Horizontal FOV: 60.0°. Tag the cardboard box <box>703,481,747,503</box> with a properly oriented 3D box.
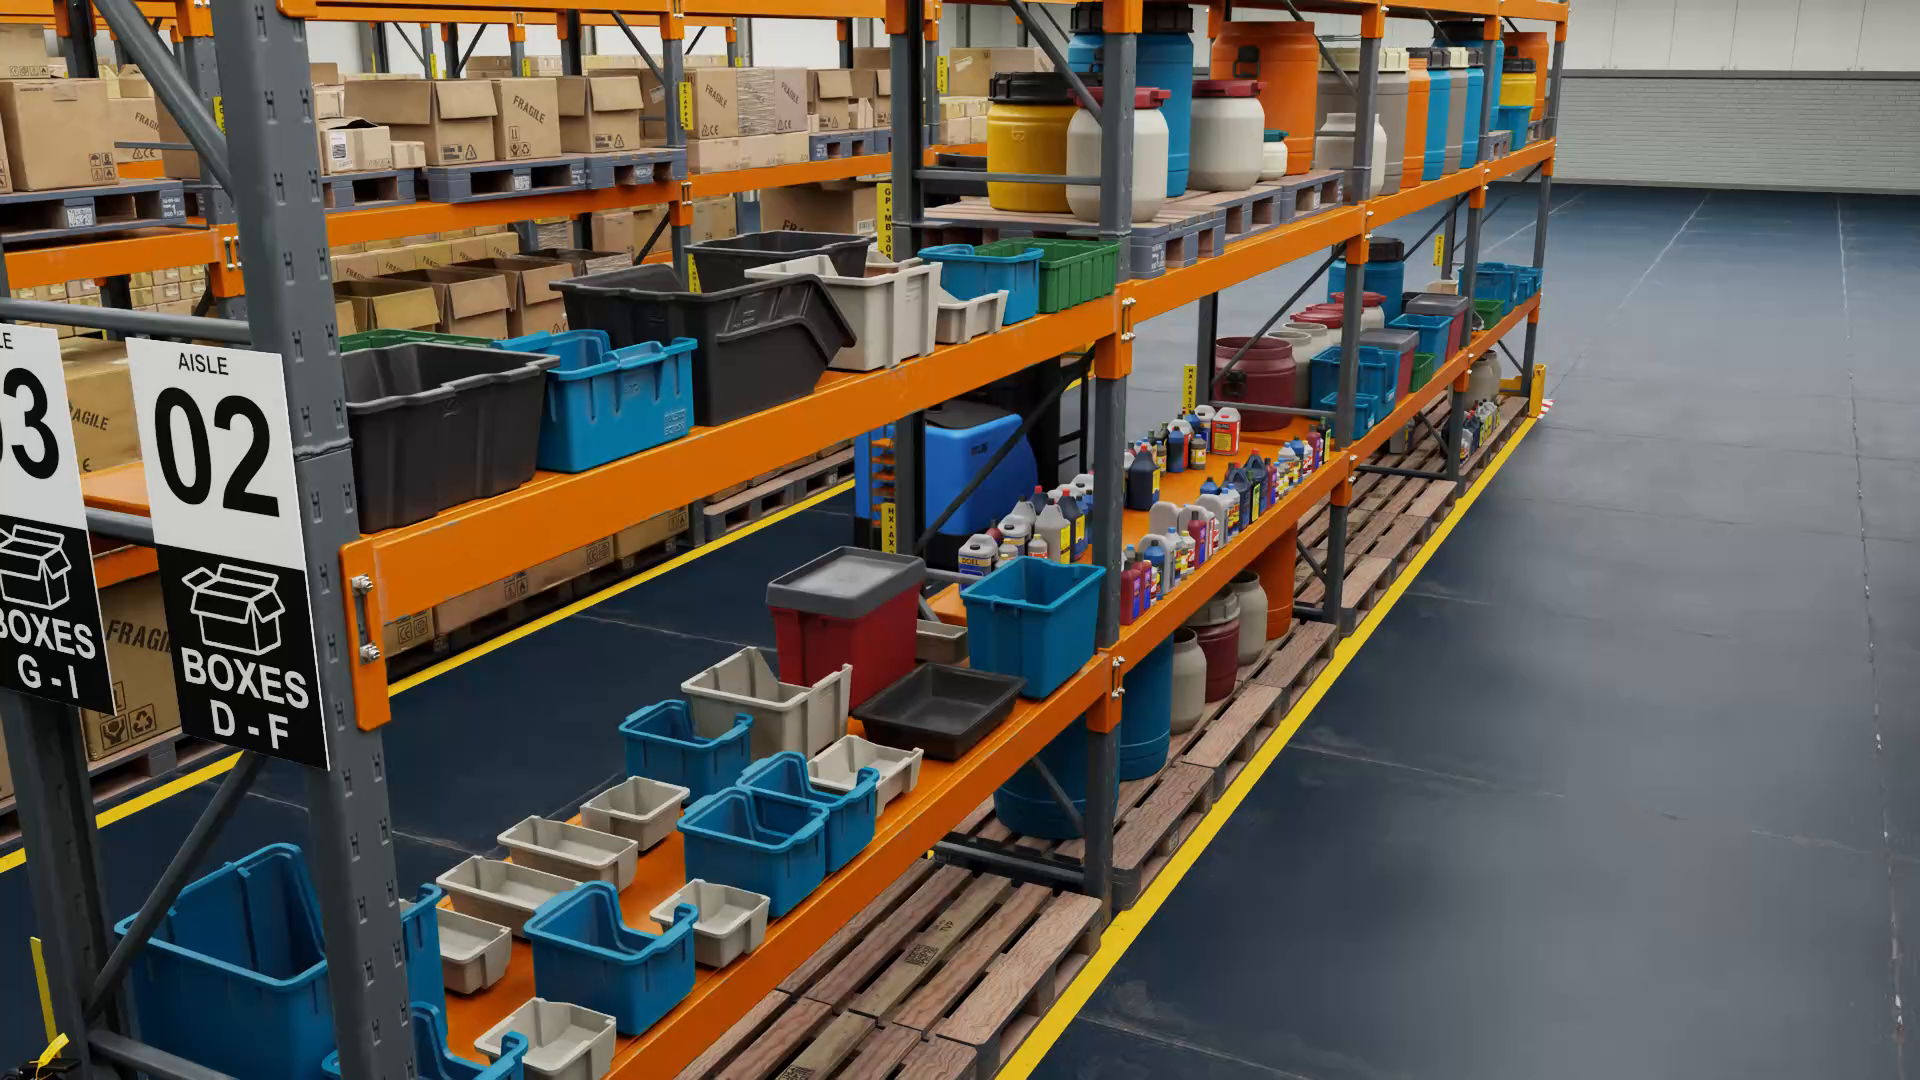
[{"bbox_3d":[-2.168,-0.634,13.509,0.700,0.500,0.500,7,18,22],"label":"cardboard box"}]

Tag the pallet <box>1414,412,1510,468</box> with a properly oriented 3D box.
[{"bbox_3d":[4.650,-0.978,15.946,1.003,0.211,1.213,8,18,25],"label":"pallet"}]

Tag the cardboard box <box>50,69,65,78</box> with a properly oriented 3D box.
[{"bbox_3d":[-7.499,-3.759,13.622,0.396,0.266,0.258,8,18,25],"label":"cardboard box"}]

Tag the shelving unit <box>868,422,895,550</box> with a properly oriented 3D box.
[{"bbox_3d":[-0.509,-0.361,12.134,0.258,1.200,0.189,11,20,32],"label":"shelving unit"}]

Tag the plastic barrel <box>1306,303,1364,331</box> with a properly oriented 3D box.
[{"bbox_3d":[2.817,-1.499,12.566,0.433,0.535,0.433,0,17,0],"label":"plastic barrel"}]

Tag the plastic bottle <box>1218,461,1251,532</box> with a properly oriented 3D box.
[{"bbox_3d":[1.421,-0.230,8.616,0.144,0.351,0.185,8,18,25],"label":"plastic bottle"}]

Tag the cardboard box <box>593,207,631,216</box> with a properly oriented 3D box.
[{"bbox_3d":[-4.353,-4.078,19.326,0.875,0.550,0.550,8,18,25],"label":"cardboard box"}]

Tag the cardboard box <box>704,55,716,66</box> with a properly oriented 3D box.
[{"bbox_3d":[-3.227,-5.899,20.478,0.380,0.149,0.250,8,18,26],"label":"cardboard box"}]

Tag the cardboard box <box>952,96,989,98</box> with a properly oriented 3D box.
[{"bbox_3d":[0.114,-4.606,17.559,0.380,0.149,0.250,8,18,25],"label":"cardboard box"}]

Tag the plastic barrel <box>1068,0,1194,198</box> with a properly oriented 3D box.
[{"bbox_3d":[0.820,-2.133,8.051,0.600,0.901,0.708,8,18,25],"label":"plastic barrel"}]

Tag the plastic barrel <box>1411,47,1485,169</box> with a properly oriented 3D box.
[{"bbox_3d":[3.736,-3.358,12.913,0.600,0.901,0.708,8,18,25],"label":"plastic barrel"}]

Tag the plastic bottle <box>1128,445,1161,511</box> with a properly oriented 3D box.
[{"bbox_3d":[1.001,-0.347,9.011,0.144,0.351,0.185,8,18,25],"label":"plastic bottle"}]

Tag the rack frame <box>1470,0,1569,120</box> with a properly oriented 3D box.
[{"bbox_3d":[5.556,-5.732,16.517,1.000,3.000,0.127,8,18,25],"label":"rack frame"}]

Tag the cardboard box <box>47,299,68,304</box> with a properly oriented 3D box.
[{"bbox_3d":[-7.229,-1.816,13.051,0.380,0.149,0.250,9,19,27],"label":"cardboard box"}]

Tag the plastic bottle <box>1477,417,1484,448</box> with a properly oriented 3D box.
[{"bbox_3d":[4.696,-0.983,15.065,0.061,0.283,0.133,9,19,28],"label":"plastic bottle"}]

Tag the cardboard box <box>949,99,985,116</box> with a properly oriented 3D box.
[{"bbox_3d":[0.028,-4.279,16.457,0.380,0.149,0.250,9,19,27],"label":"cardboard box"}]

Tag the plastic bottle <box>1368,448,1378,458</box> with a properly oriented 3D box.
[{"bbox_3d":[3.652,-0.839,14.721,0.097,0.201,0.097,0,17,0],"label":"plastic bottle"}]

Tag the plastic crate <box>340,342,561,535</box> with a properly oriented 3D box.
[{"bbox_3d":[-1.172,-0.218,3.452,0.497,0.269,0.590,8,18,25],"label":"plastic crate"}]

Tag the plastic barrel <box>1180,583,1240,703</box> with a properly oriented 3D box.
[{"bbox_3d":[1.274,0.551,9.399,0.600,0.588,0.708,8,18,25],"label":"plastic barrel"}]

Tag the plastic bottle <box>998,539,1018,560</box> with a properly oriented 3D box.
[{"bbox_3d":[0.222,0.095,7.785,0.097,0.201,0.097,0,17,0],"label":"plastic bottle"}]

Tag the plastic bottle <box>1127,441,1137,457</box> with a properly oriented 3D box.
[{"bbox_3d":[0.942,-0.405,9.323,0.061,0.283,0.133,8,18,25],"label":"plastic bottle"}]

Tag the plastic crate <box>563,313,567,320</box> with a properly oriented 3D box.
[{"bbox_3d":[-0.892,-0.650,5.139,0.437,0.136,0.530,8,18,25],"label":"plastic crate"}]

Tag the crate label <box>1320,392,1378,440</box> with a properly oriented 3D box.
[{"bbox_3d":[2.505,-0.798,10.735,0.303,0.233,0.416,8,18,25],"label":"crate label"}]

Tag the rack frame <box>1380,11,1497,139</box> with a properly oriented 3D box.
[{"bbox_3d":[3.769,-4.713,13.087,1.000,3.000,0.127,8,18,25],"label":"rack frame"}]

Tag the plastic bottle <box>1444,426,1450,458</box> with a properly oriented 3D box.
[{"bbox_3d":[4.328,-0.870,14.685,0.061,0.283,0.133,8,18,25],"label":"plastic bottle"}]

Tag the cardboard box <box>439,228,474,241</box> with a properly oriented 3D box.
[{"bbox_3d":[-5.499,-3.393,17.247,0.700,0.500,0.500,8,18,24],"label":"cardboard box"}]

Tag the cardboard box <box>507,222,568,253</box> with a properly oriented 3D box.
[{"bbox_3d":[-4.900,-3.291,18.574,0.875,0.550,0.550,8,18,25],"label":"cardboard box"}]

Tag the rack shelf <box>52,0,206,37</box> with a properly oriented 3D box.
[{"bbox_3d":[-5.131,-2.259,6.792,1.077,0.370,4.000,8,18,25],"label":"rack shelf"}]

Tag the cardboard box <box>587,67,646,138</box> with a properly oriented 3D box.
[{"bbox_3d":[-2.460,-3.327,12.636,0.500,0.500,0.500,9,19,27],"label":"cardboard box"}]

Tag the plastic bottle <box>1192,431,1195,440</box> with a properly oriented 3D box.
[{"bbox_3d":[1.379,-0.603,10.135,0.097,0.201,0.097,0,17,0],"label":"plastic bottle"}]

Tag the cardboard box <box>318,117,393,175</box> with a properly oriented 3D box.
[{"bbox_3d":[-3.666,-2.294,9.630,0.500,0.311,0.500,7,18,23],"label":"cardboard box"}]

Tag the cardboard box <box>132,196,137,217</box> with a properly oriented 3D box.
[{"bbox_3d":[-9.749,-3.846,19.271,0.500,0.500,0.500,8,18,26],"label":"cardboard box"}]

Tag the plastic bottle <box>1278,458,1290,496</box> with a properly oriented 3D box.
[{"bbox_3d":[1.794,-0.356,9.303,0.097,0.201,0.097,0,17,0],"label":"plastic bottle"}]

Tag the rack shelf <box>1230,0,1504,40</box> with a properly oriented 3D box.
[{"bbox_3d":[2.875,-3.667,11.531,1.077,0.370,4.000,8,18,25],"label":"rack shelf"}]

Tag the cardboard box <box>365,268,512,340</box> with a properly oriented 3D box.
[{"bbox_3d":[-3.378,-1.456,10.719,0.797,0.503,0.637,9,19,27],"label":"cardboard box"}]

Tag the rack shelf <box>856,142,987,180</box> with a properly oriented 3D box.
[{"bbox_3d":[0.232,-4.070,17.453,1.077,0.370,4.000,8,18,25],"label":"rack shelf"}]

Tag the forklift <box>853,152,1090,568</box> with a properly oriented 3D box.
[{"bbox_3d":[0.433,-1.564,13.143,1.130,2.935,3.031,11,20,32],"label":"forklift"}]

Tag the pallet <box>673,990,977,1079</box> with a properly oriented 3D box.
[{"bbox_3d":[-0.644,2.042,5.780,1.003,0.211,1.213,8,18,25],"label":"pallet"}]

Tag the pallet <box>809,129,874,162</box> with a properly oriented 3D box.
[{"bbox_3d":[-1.494,-3.407,14.288,1.213,0.211,1.003,8,18,25],"label":"pallet"}]

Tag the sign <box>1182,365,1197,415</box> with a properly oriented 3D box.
[{"bbox_3d":[1.486,-0.965,10.717,0.100,0.325,0.005,8,18,25],"label":"sign"}]

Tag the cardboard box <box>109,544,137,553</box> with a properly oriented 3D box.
[{"bbox_3d":[-4.310,-0.059,8.395,0.380,0.149,0.250,8,18,24],"label":"cardboard box"}]

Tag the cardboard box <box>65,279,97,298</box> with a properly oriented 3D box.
[{"bbox_3d":[-7.111,-2.028,13.244,0.380,0.149,0.250,8,18,25],"label":"cardboard box"}]

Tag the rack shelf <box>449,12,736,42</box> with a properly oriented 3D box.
[{"bbox_3d":[-4.161,-5.973,19.294,1.077,0.370,4.000,8,18,25],"label":"rack shelf"}]

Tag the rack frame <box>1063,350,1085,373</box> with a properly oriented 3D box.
[{"bbox_3d":[1.125,-3.486,19.493,1.000,3.000,0.127,8,18,25],"label":"rack frame"}]

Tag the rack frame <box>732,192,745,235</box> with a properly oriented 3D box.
[{"bbox_3d":[-3.267,-4.143,21.704,1.000,3.000,0.127,8,18,25],"label":"rack frame"}]

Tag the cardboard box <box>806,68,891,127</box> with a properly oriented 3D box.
[{"bbox_3d":[-0.961,-4.049,15.200,0.797,0.503,0.637,7,18,23],"label":"cardboard box"}]

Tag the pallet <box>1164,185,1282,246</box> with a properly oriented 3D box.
[{"bbox_3d":[0.961,-1.648,8.368,1.003,0.211,1.213,8,18,25],"label":"pallet"}]

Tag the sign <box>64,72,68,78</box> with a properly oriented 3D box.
[{"bbox_3d":[-4.727,-2.333,8.880,0.100,0.325,0.005,8,18,25],"label":"sign"}]

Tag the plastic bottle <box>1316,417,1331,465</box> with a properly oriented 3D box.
[{"bbox_3d":[2.182,-0.605,9.998,0.061,0.283,0.133,8,18,25],"label":"plastic bottle"}]

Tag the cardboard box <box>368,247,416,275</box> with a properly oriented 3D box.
[{"bbox_3d":[-5.724,-2.618,16.394,0.500,0.500,0.500,8,18,25],"label":"cardboard box"}]

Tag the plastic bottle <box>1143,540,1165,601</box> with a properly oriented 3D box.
[{"bbox_3d":[0.878,0.133,7.535,0.097,0.271,0.097,0,17,0],"label":"plastic bottle"}]

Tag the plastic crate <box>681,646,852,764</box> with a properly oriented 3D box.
[{"bbox_3d":[-0.653,0.594,5.858,0.437,0.282,0.530,8,18,25],"label":"plastic crate"}]

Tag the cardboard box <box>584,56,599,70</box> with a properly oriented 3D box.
[{"bbox_3d":[-4.248,-5.317,18.516,0.380,0.149,0.250,8,18,24],"label":"cardboard box"}]

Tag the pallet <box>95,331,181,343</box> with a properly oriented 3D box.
[{"bbox_3d":[-7.065,-1.818,14.214,1.213,0.211,1.003,8,18,25],"label":"pallet"}]

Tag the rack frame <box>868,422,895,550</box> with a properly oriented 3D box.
[{"bbox_3d":[-0.560,-0.340,12.061,0.240,1.200,0.006,11,20,32],"label":"rack frame"}]

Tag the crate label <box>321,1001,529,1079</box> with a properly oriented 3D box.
[{"bbox_3d":[-1.188,1.250,3.736,0.416,0.233,0.303,8,18,25],"label":"crate label"}]

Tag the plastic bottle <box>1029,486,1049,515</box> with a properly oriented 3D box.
[{"bbox_3d":[0.395,-0.098,8.174,0.144,0.351,0.185,8,18,25],"label":"plastic bottle"}]
